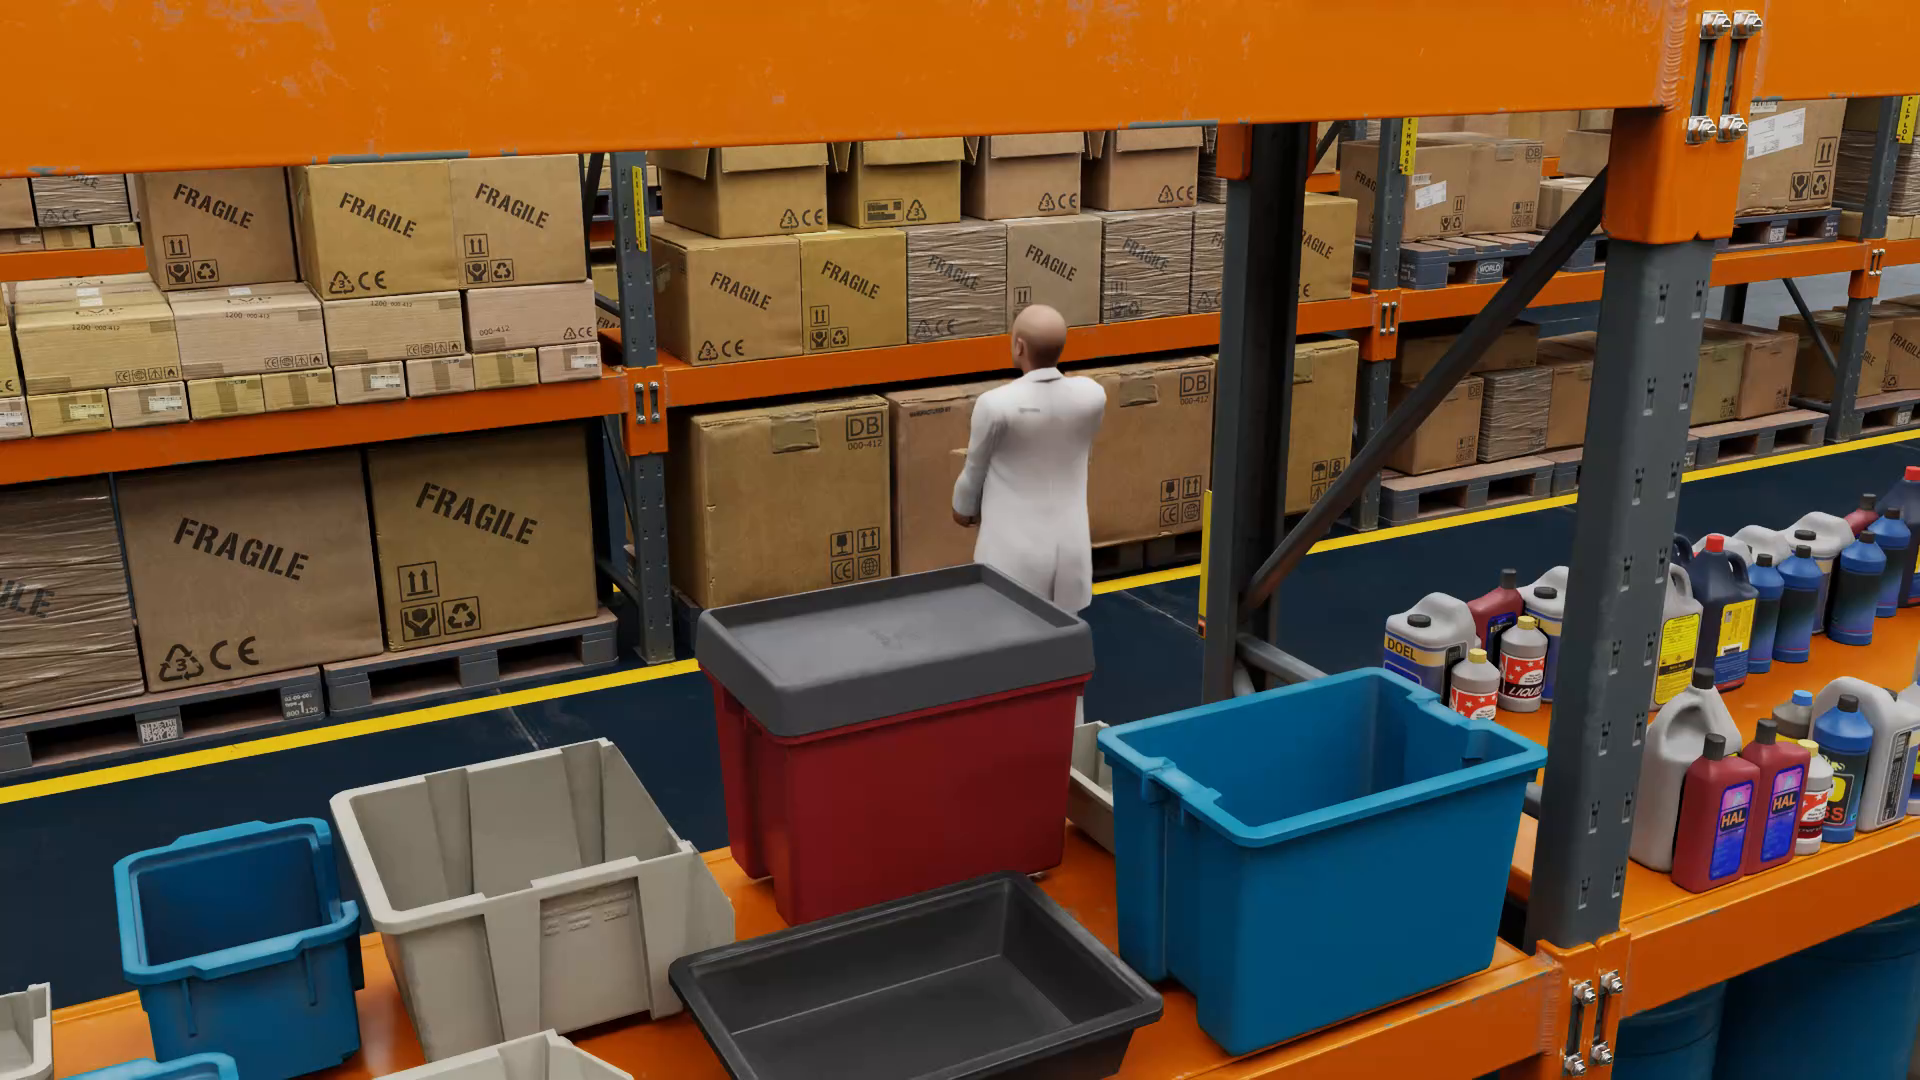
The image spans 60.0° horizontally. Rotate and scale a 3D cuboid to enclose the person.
[{"bbox_3d":[0.213,-0.001,6.090,0.526,1.778,0.543,-10,20,-27],"label":"person"}]
